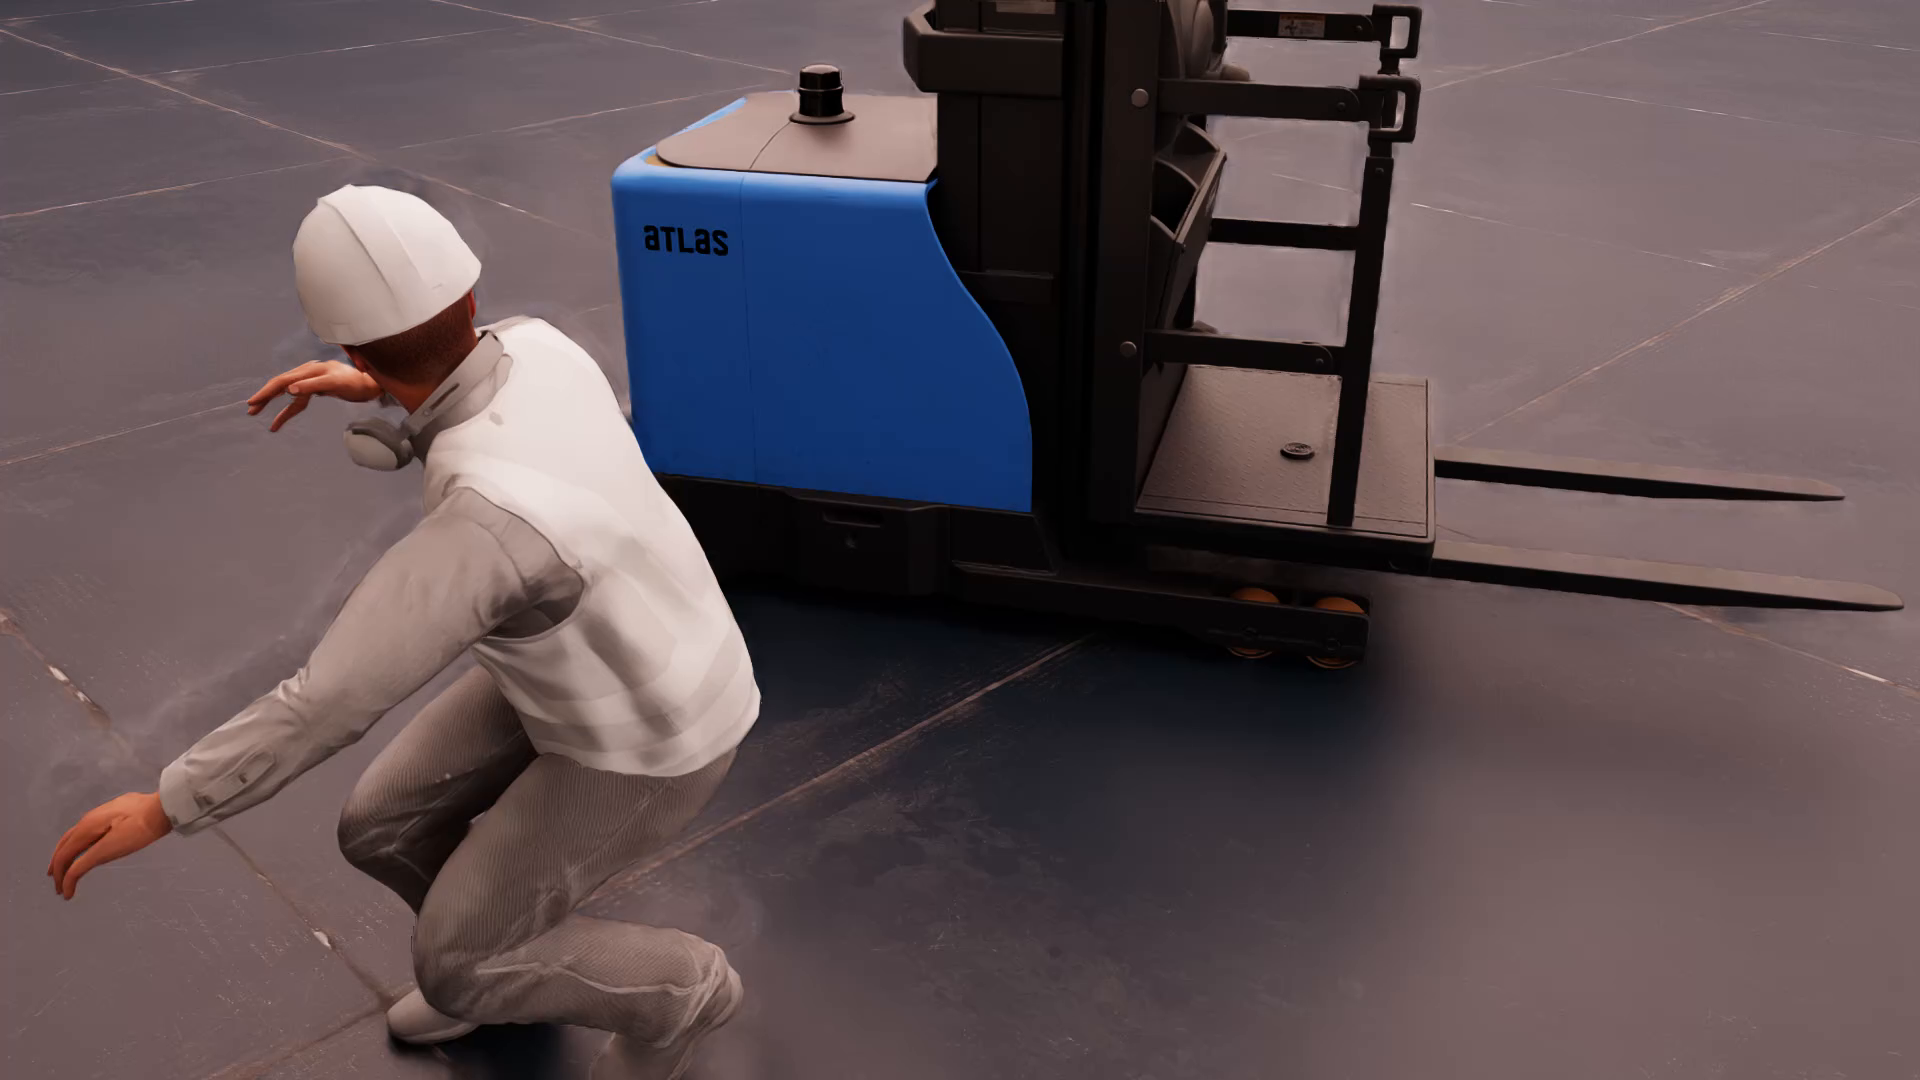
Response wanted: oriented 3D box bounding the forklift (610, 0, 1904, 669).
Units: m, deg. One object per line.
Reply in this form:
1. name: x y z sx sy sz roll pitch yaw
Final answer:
1. forklift: 0.731 -1.270 3.803 3.031 2.935 1.130 6 27 13

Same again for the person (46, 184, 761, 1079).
1. person: -0.783 0.223 2.418 0.957 1.486 0.767 -11 28 -21
